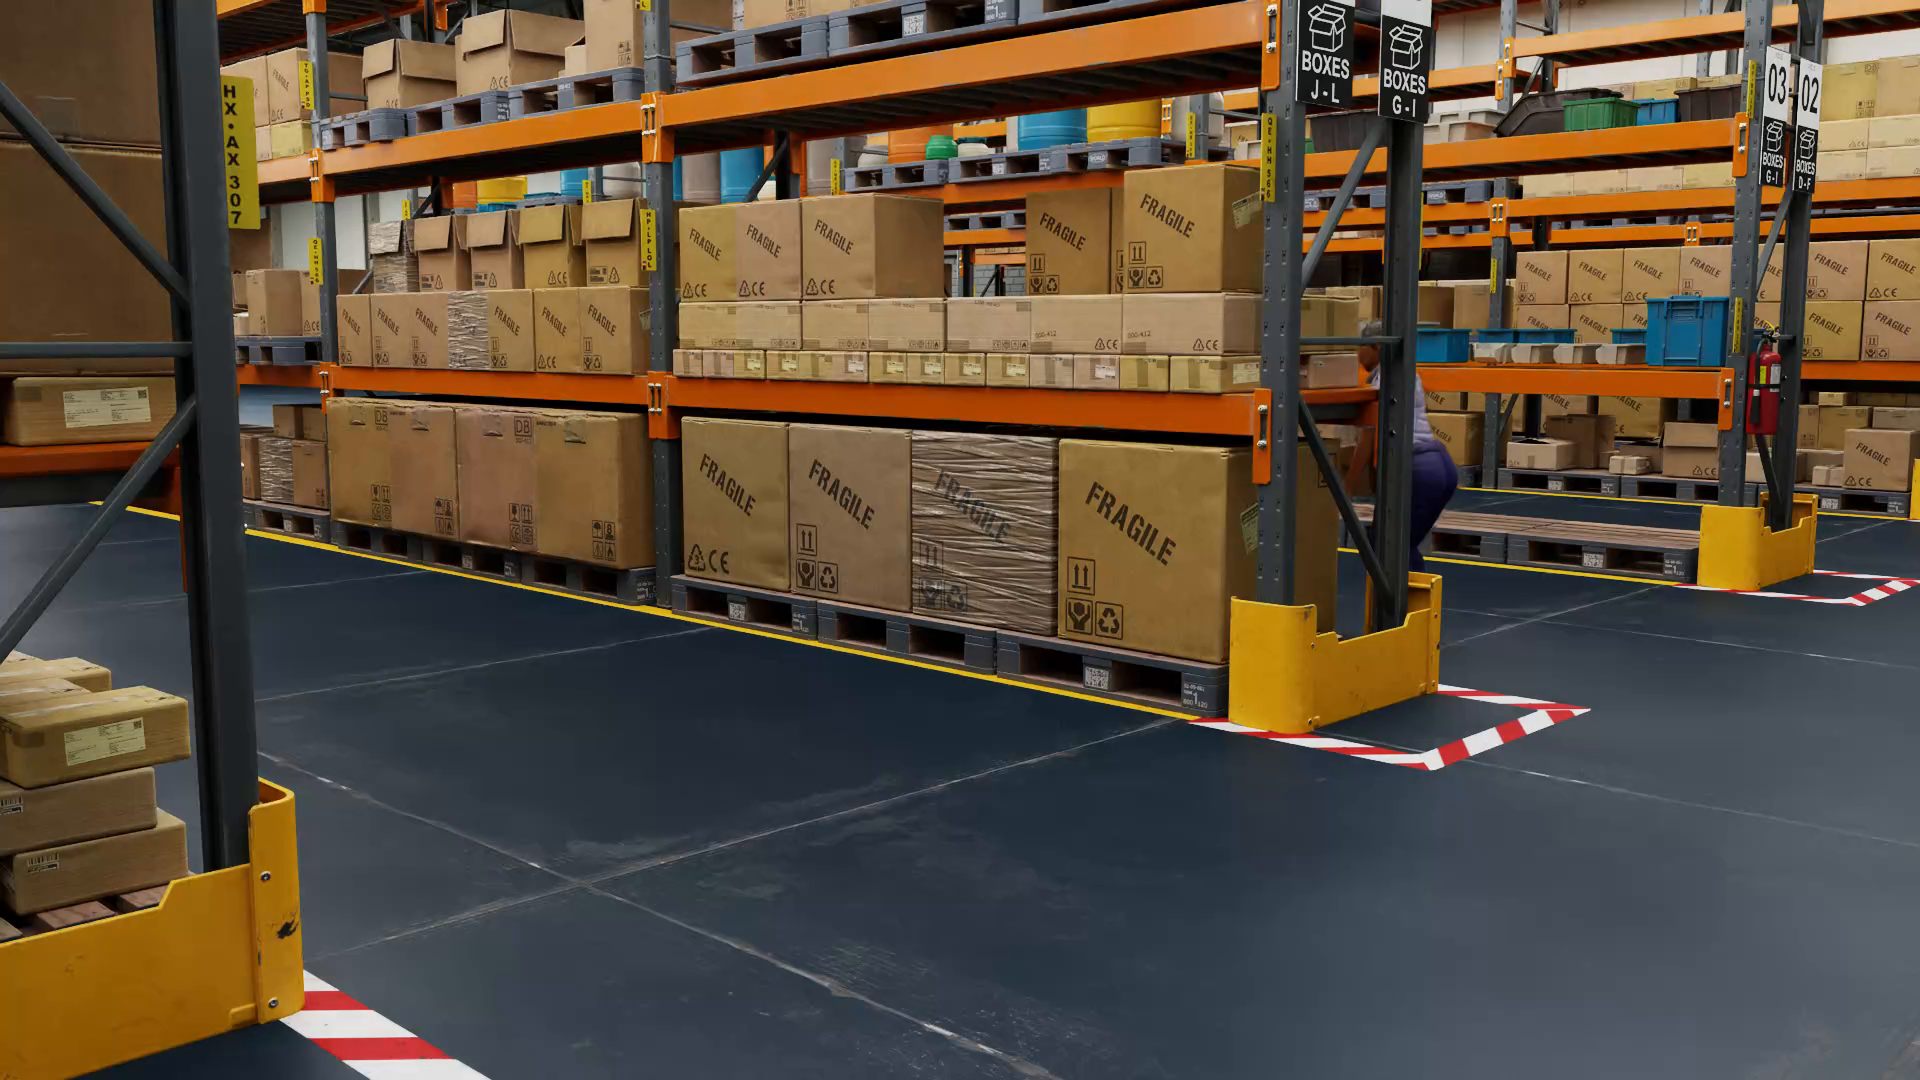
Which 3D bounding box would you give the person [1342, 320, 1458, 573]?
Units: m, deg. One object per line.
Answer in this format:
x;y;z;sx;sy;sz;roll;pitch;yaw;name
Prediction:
2.141;-0.276;8.215;0.569;1.610;0.437;5;9;35;person
